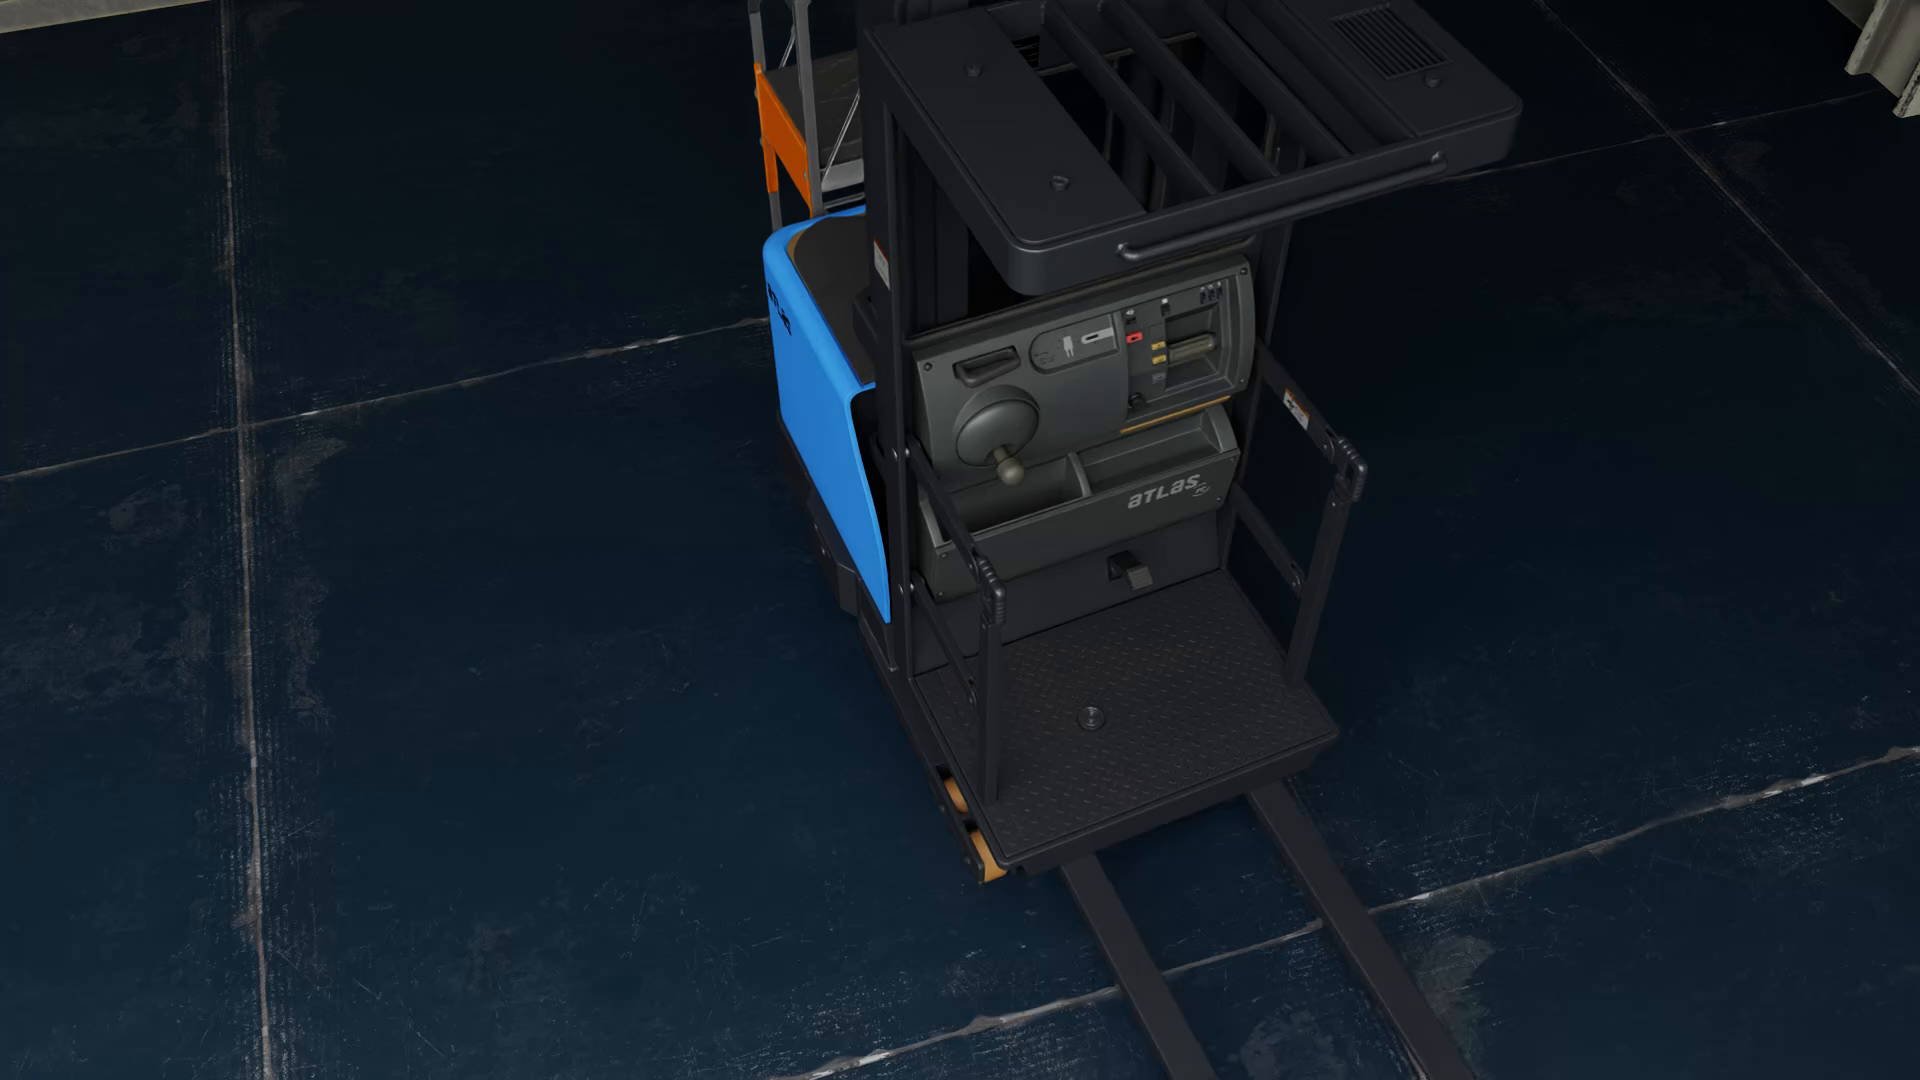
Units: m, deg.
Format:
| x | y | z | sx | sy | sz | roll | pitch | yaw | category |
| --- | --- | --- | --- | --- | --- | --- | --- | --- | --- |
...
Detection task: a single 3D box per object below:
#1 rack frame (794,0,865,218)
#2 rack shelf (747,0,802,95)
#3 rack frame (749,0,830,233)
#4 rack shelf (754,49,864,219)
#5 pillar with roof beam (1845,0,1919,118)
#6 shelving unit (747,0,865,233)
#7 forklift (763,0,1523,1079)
| x | y | z | sx | sy | sz | roll | pitch | yaw | category |
| --- | --- | --- | --- | --- | --- | --- | --- | --- | --- |
| -0.283 | -1.102 | 5.306 | 0.400 | 2.100 | 0.015 | -18 | 52 | -15 | rack frame |
| -0.380 | -1.715 | 4.925 | 0.431 | 0.518 | 0.480 | -18 | 52 | -15 | rack shelf |
| -0.478 | -1.444 | 5.594 | 0.400 | 2.100 | 0.015 | -18 | 52 | -15 | rack frame |
| -0.380 | -1.264 | 5.460 | 0.431 | 0.518 | 0.480 | -18 | 52 | -15 | rack shelf |
| 0.109 | -3.962 | 3.205 | 9.100 | 9.000 | 0.400 | -13 | 51 | -11 | pillar with roof beam |
| -0.380 | -1.273 | 5.450 | 0.431 | 2.100 | 0.503 | -18 | 52 | -15 | shelving unit |
| 0.421 | -0.323 | 4.106 | 1.130 | 2.935 | 3.031 | -18 | 52 | -15 | forklift |
